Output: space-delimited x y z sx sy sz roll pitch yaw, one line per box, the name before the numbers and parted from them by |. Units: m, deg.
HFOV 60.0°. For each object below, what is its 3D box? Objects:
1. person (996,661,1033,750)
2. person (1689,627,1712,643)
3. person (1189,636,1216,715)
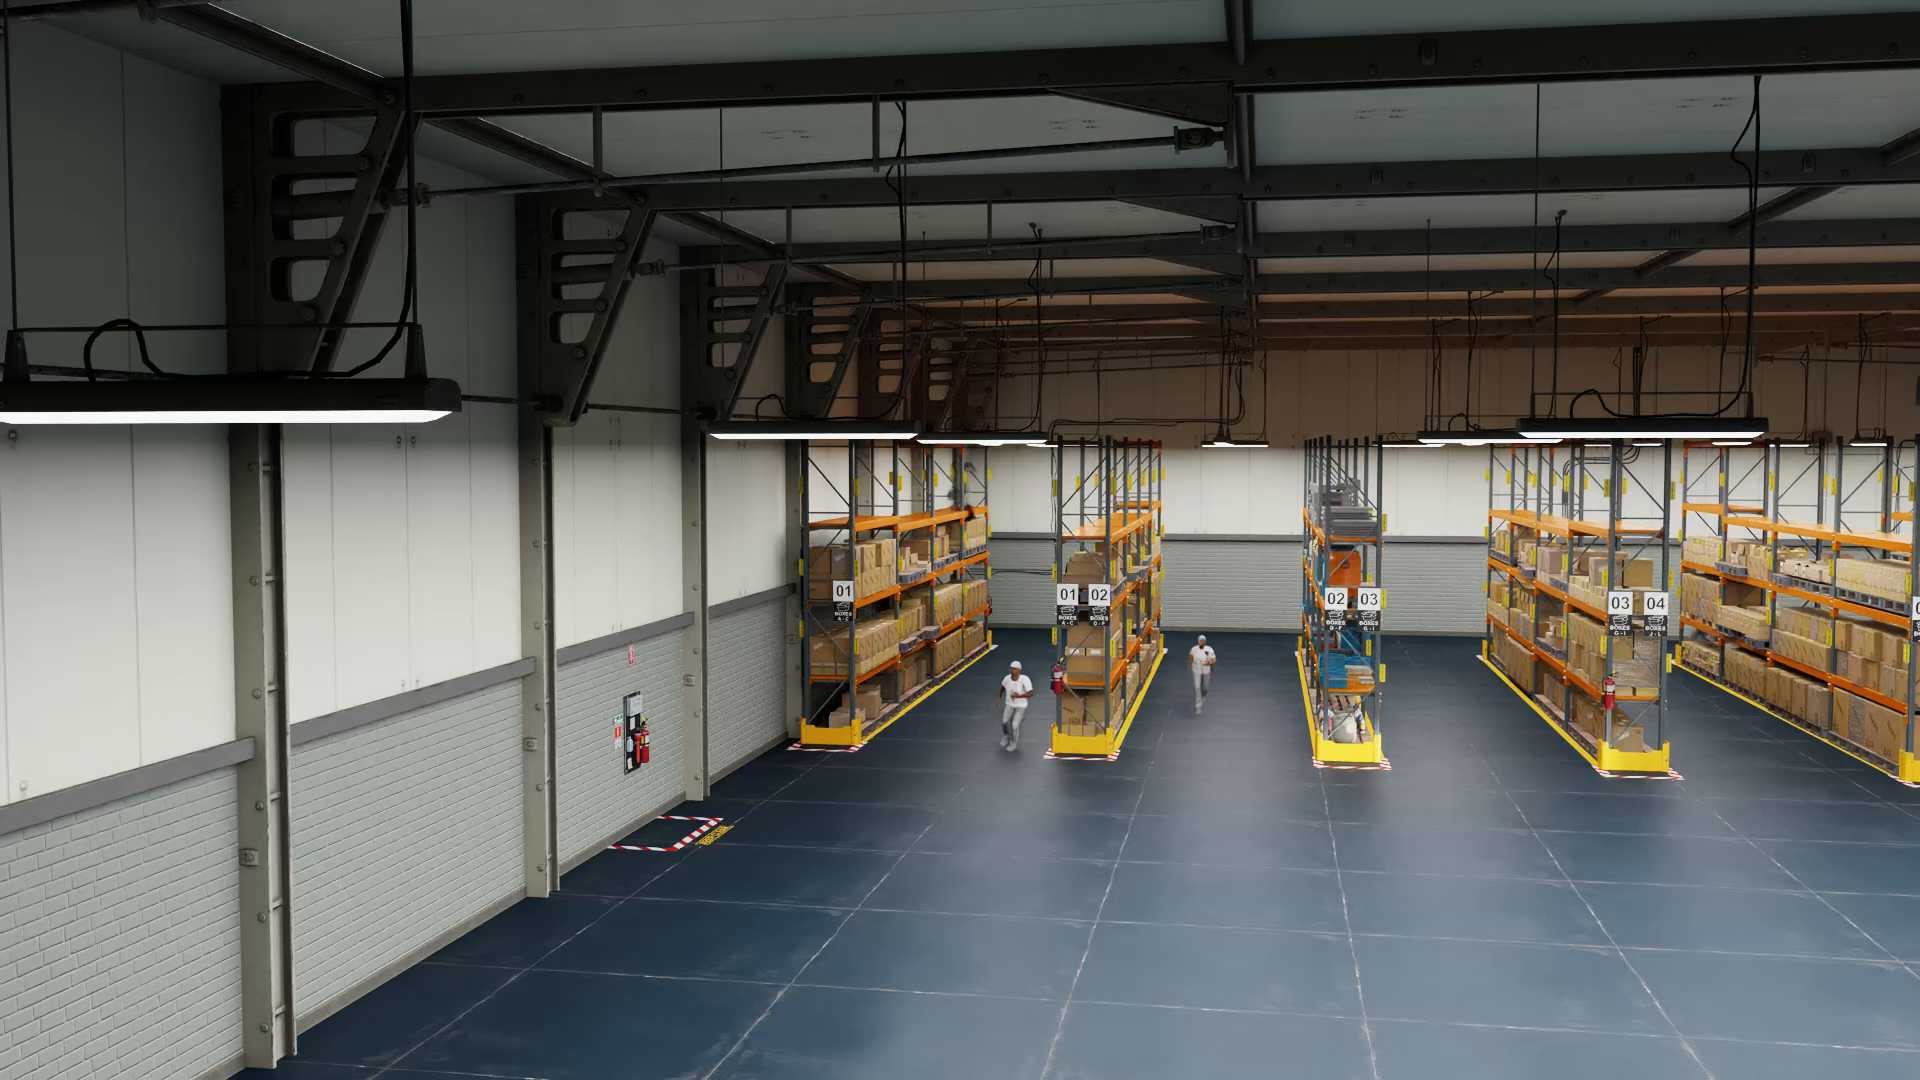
person | 1.020 3.157 31.623 0.790 1.721 0.644 1 3 16
person | 20.321 2.366 45.729 0.942 1.762 0.729 3 4 41
person | 5.318 2.942 36.497 0.546 1.711 1.029 0 3 2
